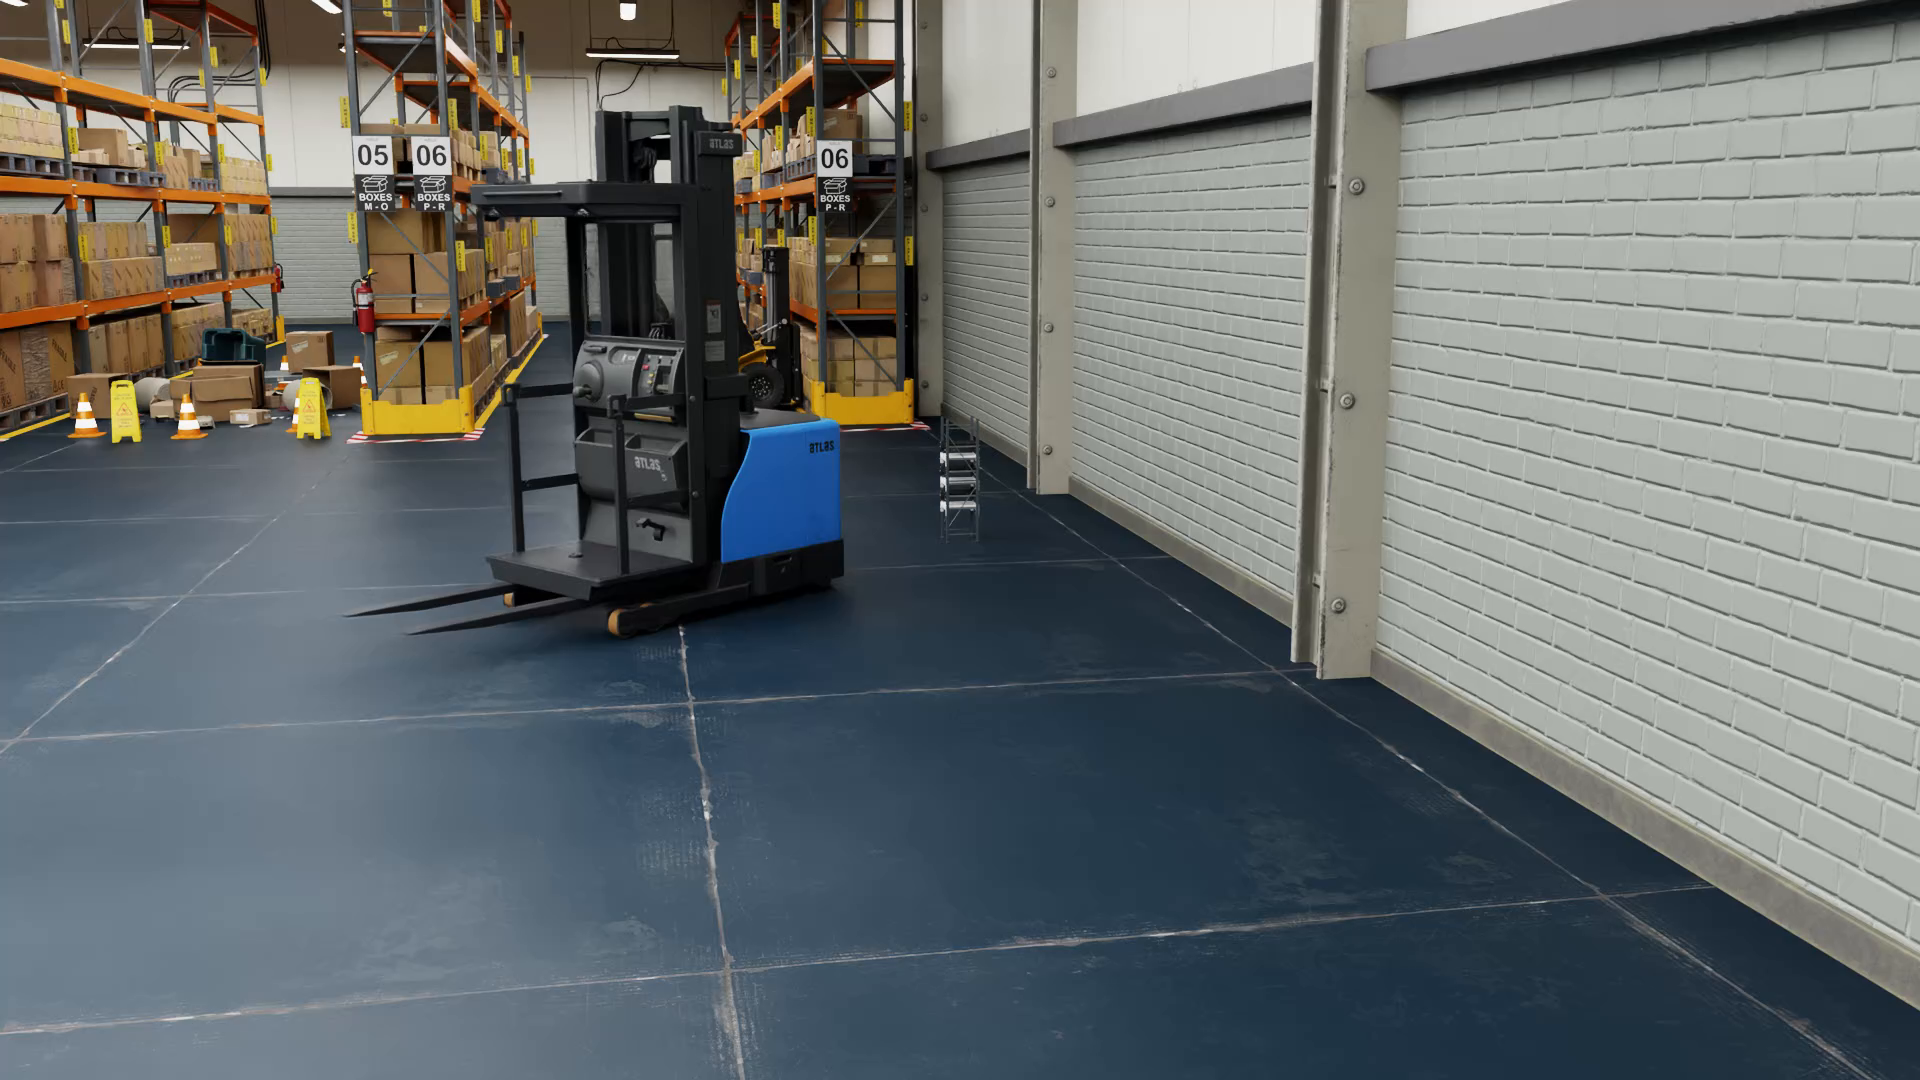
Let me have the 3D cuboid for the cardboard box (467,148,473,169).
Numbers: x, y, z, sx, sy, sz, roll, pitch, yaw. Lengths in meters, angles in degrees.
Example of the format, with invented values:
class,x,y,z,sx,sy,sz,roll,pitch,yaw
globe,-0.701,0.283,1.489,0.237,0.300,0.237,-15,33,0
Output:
class,x,y,z,sx,sy,sz,roll,pitch,yaw
cardboard box,-6.248,-4.687,20.380,0.500,0.250,0.500,-2,11,-12

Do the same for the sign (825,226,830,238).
class,x,y,z,sx,sy,sz,roll,pitch,yaw
sign,-2.148,-4.903,26.837,0.100,0.325,0.005,-2,11,-11

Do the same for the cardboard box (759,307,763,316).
class,x,y,z,sx,sy,sz,roll,pitch,yaw
cardboard box,-3.267,-3.936,28.680,0.380,0.149,0.250,-3,11,-14

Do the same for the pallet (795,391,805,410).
class,x,y,z,sx,sy,sz,roll,pitch,yaw
pallet,-1.560,-1.838,21.290,1.003,0.211,1.213,-2,11,-11

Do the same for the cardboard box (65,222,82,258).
class,x,y,z,sx,sy,sz,roll,pitch,yaw
cardboard box,-11.720,-3.831,21.361,0.700,0.500,0.500,-2,11,-12

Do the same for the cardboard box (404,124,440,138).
class,x,y,z,sx,sy,sz,roll,pitch,yaw
cardboard box,-5.873,-4.479,18.225,0.380,0.149,0.250,-2,11,-11

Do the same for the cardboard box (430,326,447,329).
class,x,y,z,sx,sy,sz,roll,pitch,yaw
cardboard box,-6.932,-2.504,21.557,0.500,0.500,0.500,-2,11,-8

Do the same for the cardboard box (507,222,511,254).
class,x,y,z,sx,sy,sz,roll,pitch,yaw
cardboard box,-7.522,-4.862,26.779,0.500,0.500,0.500,-2,11,-11

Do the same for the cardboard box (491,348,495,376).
class,x,y,z,sx,sy,sz,roll,pitch,yaw
cardboard box,-6.886,-2.410,22.741,0.950,0.372,0.625,-2,11,-10

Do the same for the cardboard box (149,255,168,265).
class,x,y,z,sx,sy,sz,roll,pitch,yaw
cardboard box,-12.293,-4.258,25.301,0.380,0.149,0.250,-2,11,-8

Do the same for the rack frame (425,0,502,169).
class,x,y,z,sx,sy,sz,roll,pitch,yaw
rack frame,-7.560,-7.079,25.323,1.000,3.000,0.127,-2,11,-11

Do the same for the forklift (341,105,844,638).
class,x,y,z,sx,sy,sz,roll,pitch,yaw
forklift,-2.081,-0.996,9.593,1.130,2.935,3.031,9,14,40

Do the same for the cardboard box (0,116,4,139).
class,x,y,z,sx,sy,sz,roll,pitch,yaw
cardboard box,-10.881,-4.551,18.278,0.500,0.250,0.500,-2,11,-11

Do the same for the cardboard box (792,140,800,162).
class,x,y,z,sx,sy,sz,roll,pitch,yaw
cardboard box,-1.923,-4.959,21.177,0.396,0.266,0.258,-2,11,-12

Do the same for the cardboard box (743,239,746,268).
class,x,y,z,sx,sy,sz,roll,pitch,yaw
cardboard box,-3.494,-5.110,29.634,0.700,0.500,0.500,-2,11,-10

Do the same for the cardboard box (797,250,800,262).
class,x,y,z,sx,sy,sz,roll,pitch,yaw
cardboard box,-1.889,-3.644,21.315,0.380,0.149,0.250,-2,11,-13

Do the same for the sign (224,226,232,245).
class,x,y,z,sx,sy,sz,roll,pitch,yaw
sign,-12.630,-5.257,28.696,0.100,0.325,0.005,-2,11,-11

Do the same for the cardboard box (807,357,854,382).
class,x,y,z,sx,sy,sz,roll,pitch,yaw
cardboard box,-1.537,-2.025,19.707,0.500,0.250,0.500,-2,11,-12

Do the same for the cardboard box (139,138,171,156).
class,x,y,z,sx,sy,sz,roll,pitch,yaw
cardboard box,-12.304,-6.011,25.419,0.396,0.266,0.258,-2,11,-11

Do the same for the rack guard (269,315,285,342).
class,x,y,z,sx,sy,sz,roll,pitch,yaw
rack guard,-13.937,-4.159,32.710,1.175,0.500,0.348,-2,11,-11

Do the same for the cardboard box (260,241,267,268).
class,x,y,z,sx,sy,sz,roll,pitch,yaw
cardboard box,-13.517,-5.428,31.631,0.500,0.500,0.500,-2,11,-12

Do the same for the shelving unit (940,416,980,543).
class,x,y,z,sx,sy,sz,roll,pitch,yaw
shelving unit,-0.002,-0.444,12.120,0.258,0.900,0.210,-2,11,-11

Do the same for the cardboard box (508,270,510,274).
class,x,y,z,sx,sy,sz,roll,pitch,yaw
cardboard box,-7.408,-4.157,26.417,0.500,0.250,0.500,-2,11,-12

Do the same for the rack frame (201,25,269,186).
class,x,y,z,sx,sy,sz,roll,pitch,yaw
rack frame,-13.952,-8.348,31.989,1.000,3.000,0.127,-2,11,-11

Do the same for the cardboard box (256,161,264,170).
class,x,y,z,sx,sy,sz,roll,pitch,yaw
cardboard box,-13.599,-7.192,31.935,0.380,0.149,0.250,-2,11,-12

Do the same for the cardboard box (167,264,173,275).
class,x,y,z,sx,sy,sz,roll,pitch,yaw
cardboard box,-12.337,-4.155,25.553,0.380,0.149,0.250,-2,11,-8

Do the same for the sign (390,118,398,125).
class,x,y,z,sx,sy,sz,roll,pitch,yaw
sign,-7.326,-5.299,21.554,0.100,0.325,0.005,-2,11,-11

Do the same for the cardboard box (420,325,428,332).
class,x,y,z,sx,sy,sz,roll,pitch,yaw
cardboard box,-6.810,-2.654,20.611,0.380,0.149,0.250,-1,11,-8

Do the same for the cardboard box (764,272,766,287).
class,x,y,z,sx,sy,sz,roll,pitch,yaw
cardboard box,-2.845,-4.149,26.376,0.500,0.250,0.500,-2,11,-11

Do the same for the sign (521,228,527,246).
class,x,y,z,sx,sy,sz,roll,pitch,yaw
sign,-7.808,-5.417,29.750,0.100,0.325,0.005,-2,11,-11

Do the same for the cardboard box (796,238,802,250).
class,x,y,z,sx,sy,sz,roll,pitch,yaw
cardboard box,-1.919,-3.836,21.528,0.380,0.149,0.250,-2,11,-12

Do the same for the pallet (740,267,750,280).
class,x,y,z,sx,sy,sz,roll,pitch,yaw
pallet,-3.421,-4.802,29.917,1.003,0.211,1.213,-2,11,-11

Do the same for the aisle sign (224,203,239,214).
class,x,y,z,sx,sy,sz,roll,pitch,yaw
aisle sign,-14.260,-6.680,32.319,0.394,0.787,0.004,-2,11,-11

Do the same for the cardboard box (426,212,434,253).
class,x,y,z,sx,sy,sz,roll,pitch,yaw
cardboard box,-6.409,-3.530,18.984,0.700,0.500,0.500,-2,11,-10

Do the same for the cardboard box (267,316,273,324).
class,x,y,z,sx,sy,sz,roll,pitch,yaw
cardboard box,-13.569,-4.266,32.295,0.380,0.149,0.250,-2,11,-13

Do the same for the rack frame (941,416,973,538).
class,x,y,z,sx,sy,sz,roll,pitch,yaw
rack frame,-0.021,-0.462,12.218,0.240,0.900,0.006,-2,11,-11

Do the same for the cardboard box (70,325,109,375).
class,x,y,z,sx,sy,sz,roll,pitch,yaw
cardboard box,-11.827,-2.412,21.738,1.050,0.750,0.750,-2,11,-11

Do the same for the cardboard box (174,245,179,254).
class,x,y,z,sx,sy,sz,roll,pitch,yaw
cardboard box,-12.445,-4.543,26.003,0.380,0.149,0.250,-3,11,-13

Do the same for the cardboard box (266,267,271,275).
class,x,y,z,sx,sy,sz,roll,pitch,yaw
cardboard box,-13.611,-5.228,32.313,0.380,0.149,0.250,-2,11,-11

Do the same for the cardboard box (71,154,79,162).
class,x,y,z,sx,sy,sz,roll,pitch,yaw
cardboard box,-11.490,-4.983,21.299,0.258,0.266,0.396,-2,11,-12

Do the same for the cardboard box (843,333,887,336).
class,x,y,z,sx,sy,sz,roll,pitch,yaw
cardboard box,-1.144,-2.379,20.231,0.500,0.250,0.500,-2,11,-11

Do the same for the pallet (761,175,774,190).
class,x,y,z,sx,sy,sz,roll,pitch,yaw
pallet,-2.472,-5.573,25.936,1.213,0.211,1.003,-2,11,-8

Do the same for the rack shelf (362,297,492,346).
class,x,y,z,sx,sy,sz,roll,pitch,yaw
rack shelf,-6.393,-2.678,20.169,1.077,0.370,4.000,-2,11,-11

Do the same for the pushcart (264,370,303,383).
class,x,y,z,sx,sy,sz,roll,pitch,yaw
pushcart,-9.009,-2.018,21.791,1.648,0.377,0.936,-6,13,-31

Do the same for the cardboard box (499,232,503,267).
class,x,y,z,sx,sy,sz,roll,pitch,yaw
cardboard box,-6.988,-4.273,24.440,0.500,0.500,0.500,-3,11,-15

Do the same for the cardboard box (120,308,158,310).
class,x,y,z,sx,sy,sz,roll,pitch,yaw
cardboard box,-12.895,-3.488,26.058,0.500,0.250,0.500,-2,11,-10

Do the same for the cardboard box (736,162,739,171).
class,x,y,z,sx,sy,sz,roll,pitch,yaw
cardboard box,-3.842,-6.728,29.985,0.380,0.149,0.250,-2,11,-9

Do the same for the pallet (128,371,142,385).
class,x,y,z,sx,sy,sz,roll,pitch,yaw
pallet,-12.083,-2.193,23.154,1.003,0.211,1.213,-2,11,-11

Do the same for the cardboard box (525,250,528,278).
class,x,y,z,sx,sy,sz,roll,pitch,yaw
cardboard box,-8.266,-5.103,30.717,0.500,0.500,0.500,-2,11,-11

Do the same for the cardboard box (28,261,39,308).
class,x,y,z,sx,sy,sz,roll,pitch,yaw
cardboard box,-11.416,-3.003,19.550,0.875,0.550,0.550,-2,11,-11

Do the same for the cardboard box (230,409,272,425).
class,x,y,z,sx,sy,sz,roll,pitch,yaw
cardboard box,-8.240,-1.431,19.318,0.380,0.149,0.250,4,11,18

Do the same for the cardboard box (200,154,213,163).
class,x,y,z,sx,sy,sz,roll,pitch,yaw
cardboard box,-12.993,-6.571,28.671,0.380,0.149,0.250,-2,11,-12

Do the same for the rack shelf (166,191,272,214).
class,x,y,z,sx,sy,sz,roll,pitch,yaw
rack shelf,-13.563,-6.154,30.409,1.077,0.370,4.000,-2,11,-11

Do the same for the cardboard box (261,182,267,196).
class,x,y,z,sx,sy,sz,roll,pitch,yaw
cardboard box,-13.604,-6.727,31.895,0.500,0.250,0.500,-2,11,-12

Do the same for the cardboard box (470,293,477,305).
class,x,y,z,sx,sy,sz,roll,pitch,yaw
cardboard box,-6.114,-2.947,20.330,0.380,0.149,0.250,-2,11,-11
